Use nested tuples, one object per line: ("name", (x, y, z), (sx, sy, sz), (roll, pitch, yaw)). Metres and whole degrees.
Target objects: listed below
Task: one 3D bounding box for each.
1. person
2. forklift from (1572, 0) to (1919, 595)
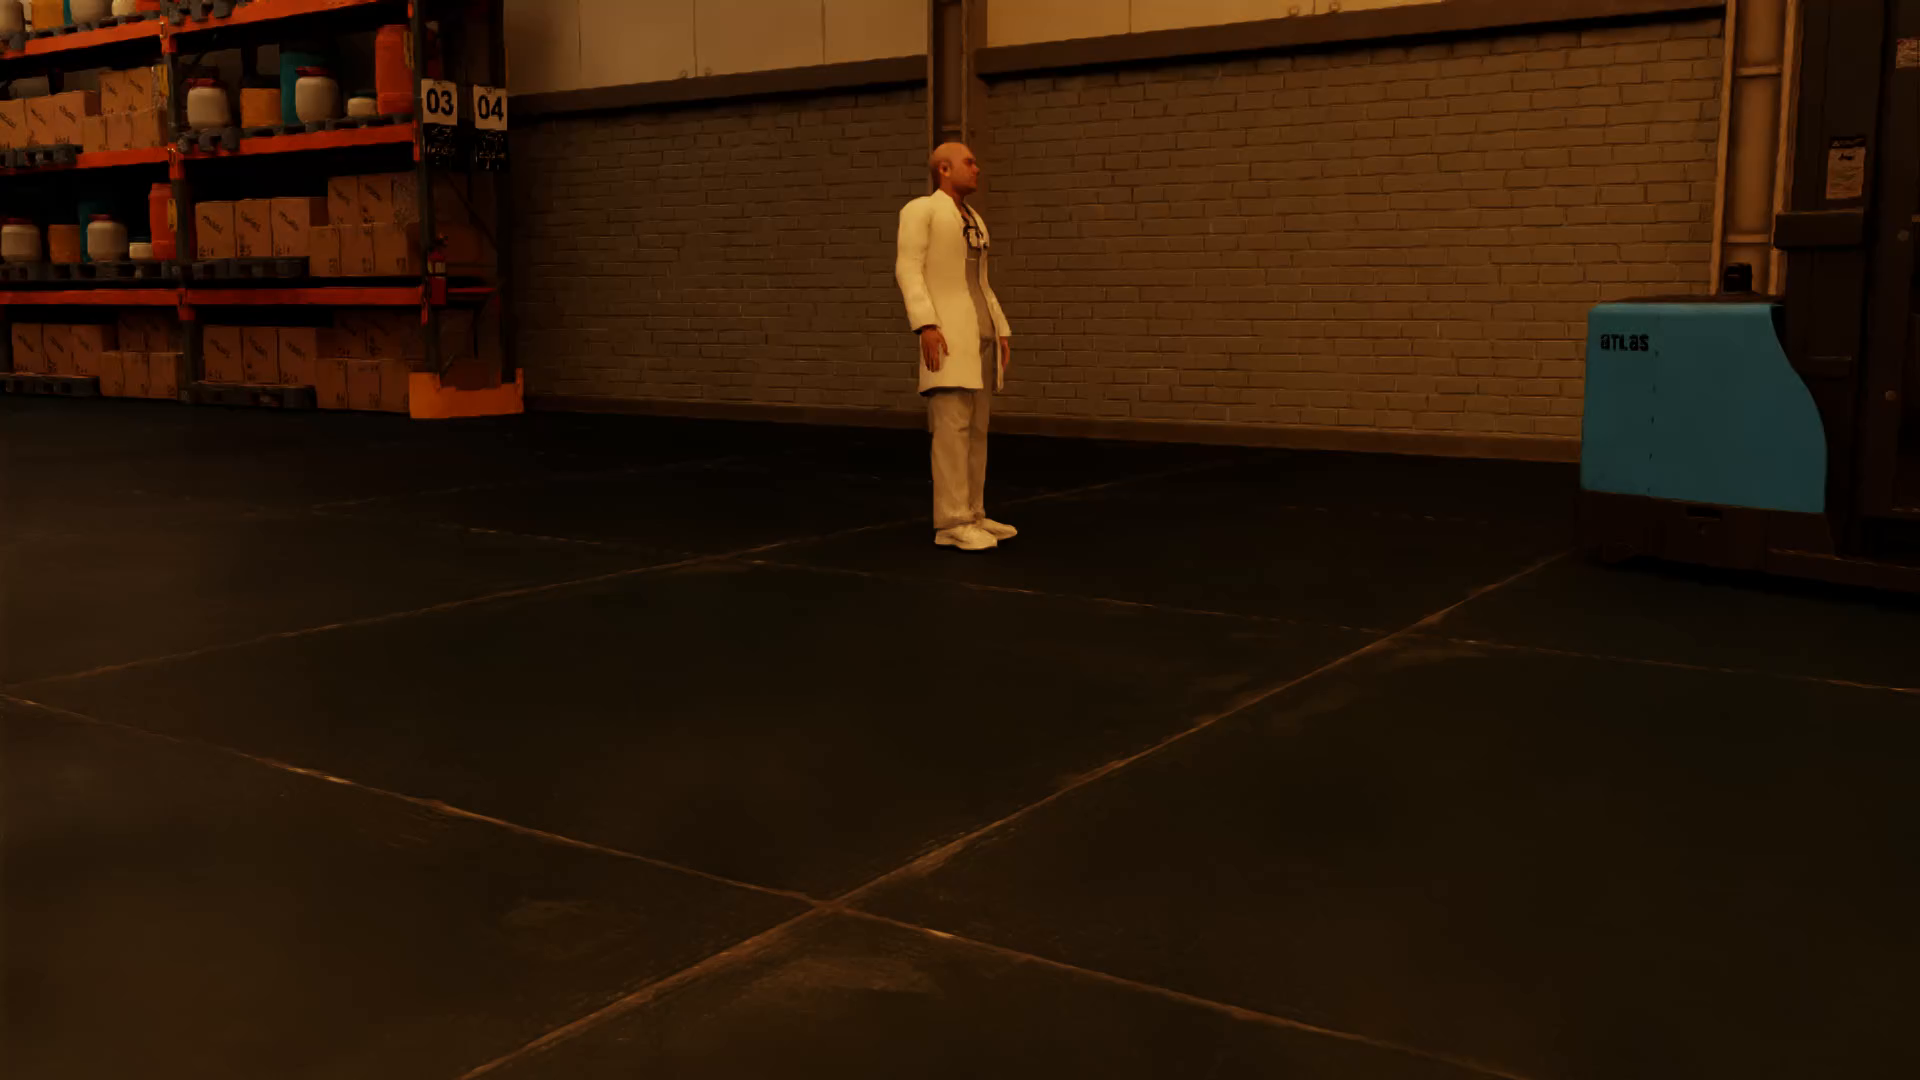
("person", (0.073, -0.879, 7.423), (0.579, 1.776, 0.694), (5, 10, 34))
("forklift", (3.823, -1.229, 5.832), (1.130, 2.935, 3.031), (-6, 10, -36))
